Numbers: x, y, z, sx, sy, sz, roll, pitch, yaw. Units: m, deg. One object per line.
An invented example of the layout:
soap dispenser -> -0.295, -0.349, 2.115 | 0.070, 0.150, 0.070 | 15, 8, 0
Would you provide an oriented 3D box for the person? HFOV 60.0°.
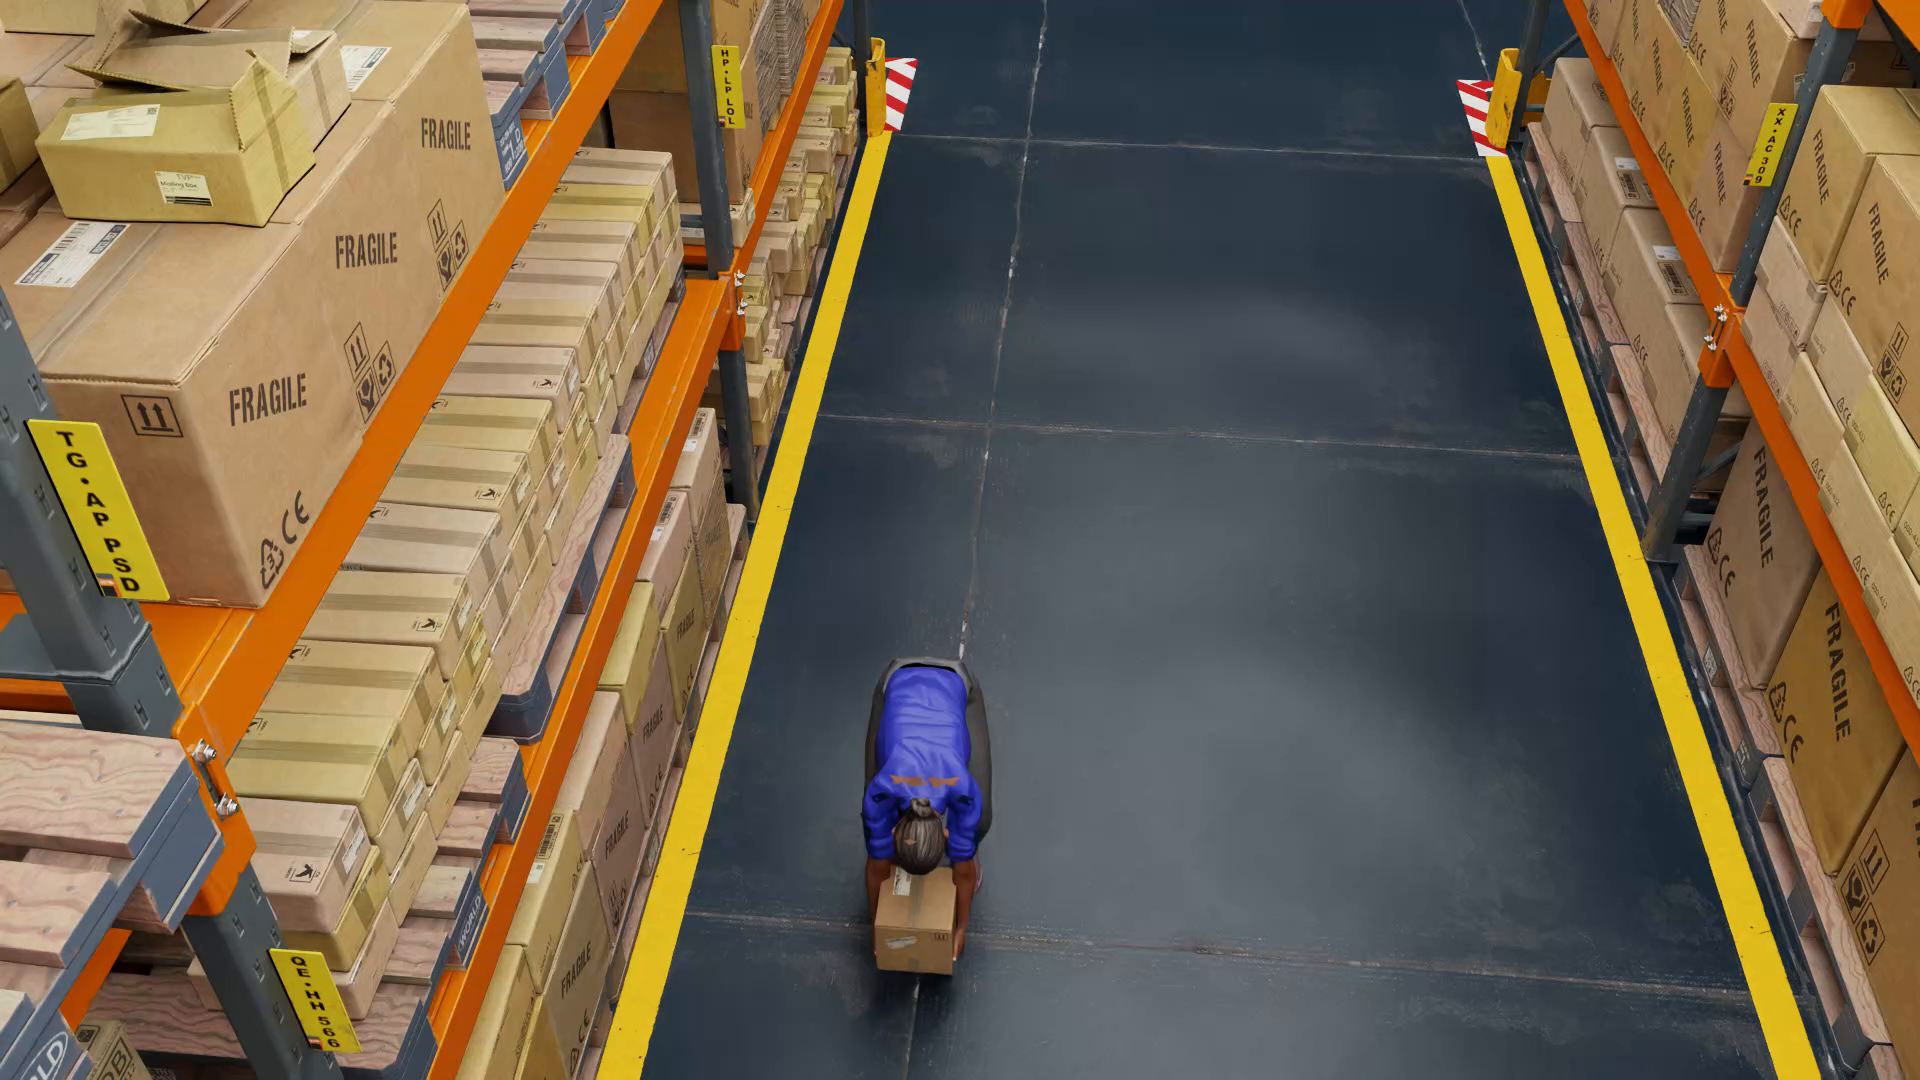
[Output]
person -> -0.116, 0.946, 5.602 | 0.450, 0.941, 0.875 | 2, 40, 2
